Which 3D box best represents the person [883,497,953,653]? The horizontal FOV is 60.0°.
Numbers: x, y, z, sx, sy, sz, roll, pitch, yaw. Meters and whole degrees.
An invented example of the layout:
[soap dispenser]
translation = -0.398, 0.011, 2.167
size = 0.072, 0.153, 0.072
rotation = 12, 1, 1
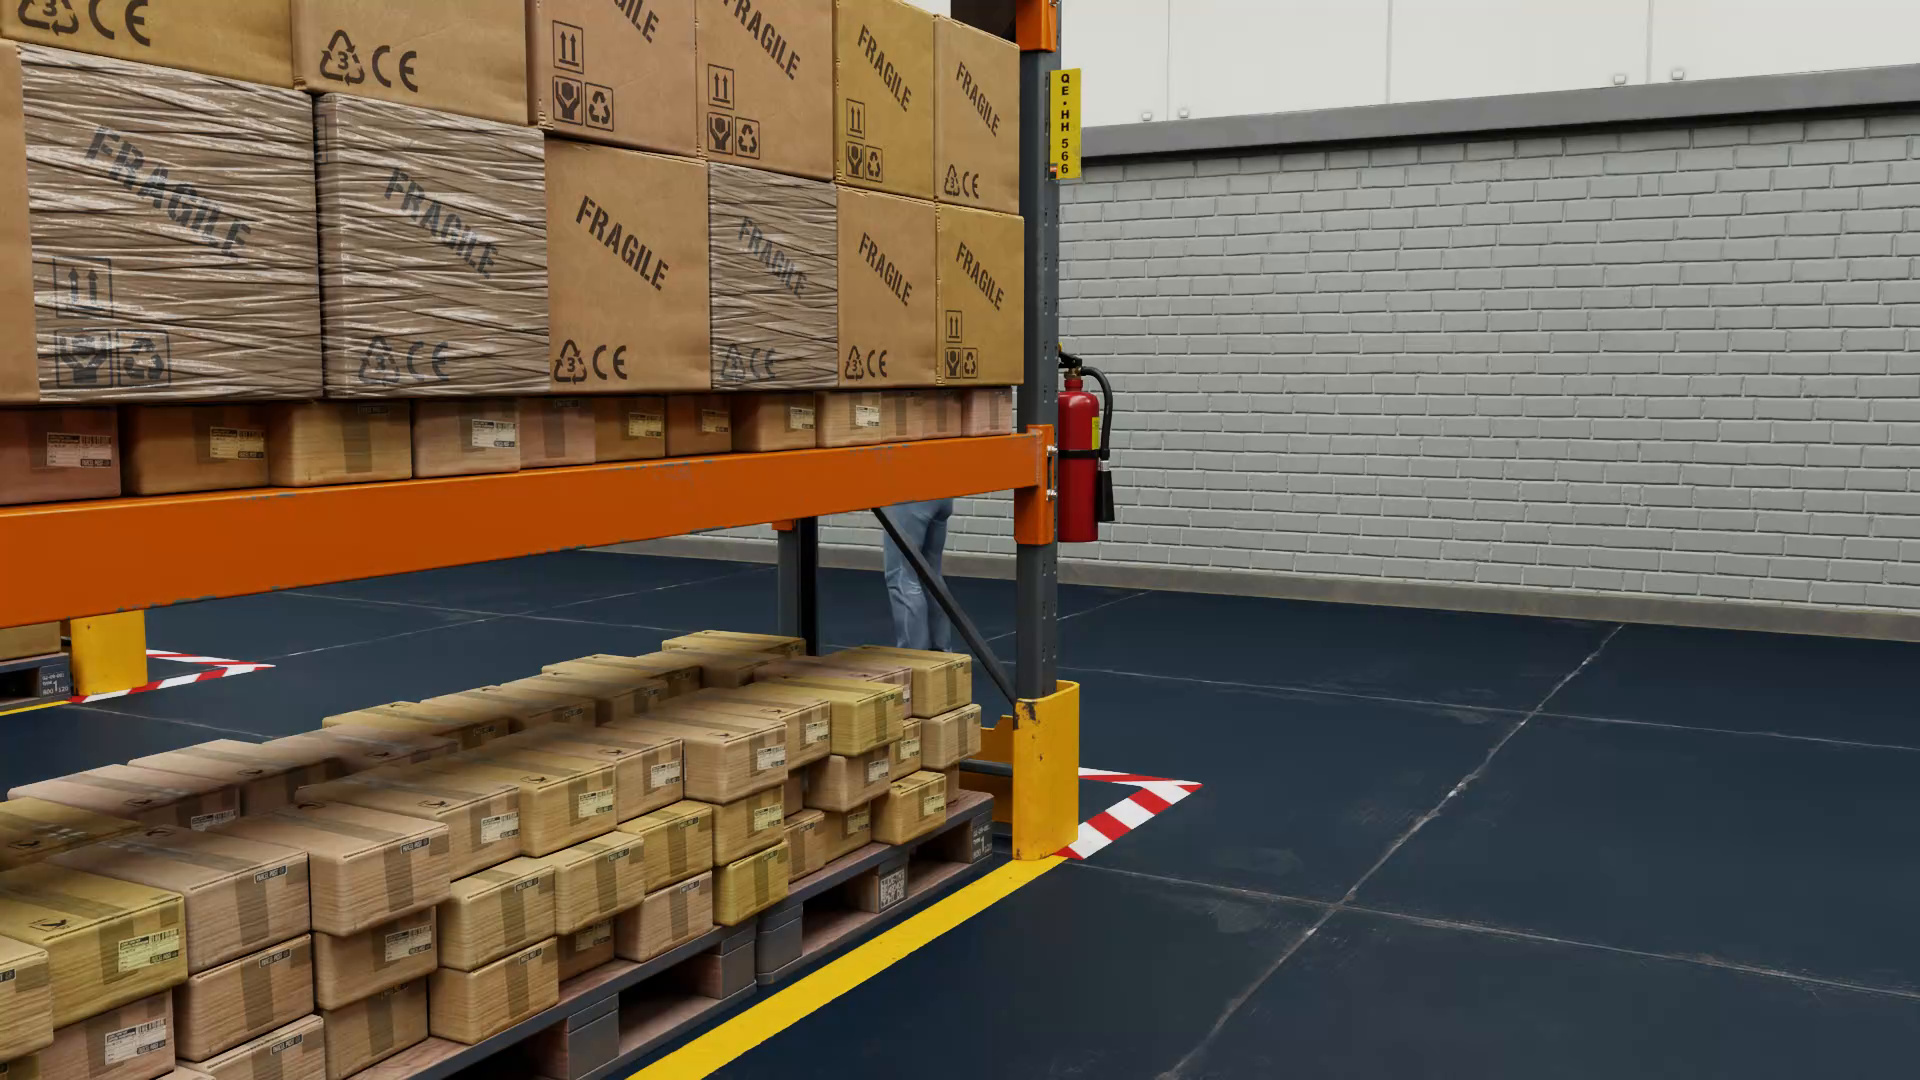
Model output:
[person]
translation = -0.296, -0.216, 8.124
size = 0.559, 1.763, 0.505
rotation = 3, 7, 29
